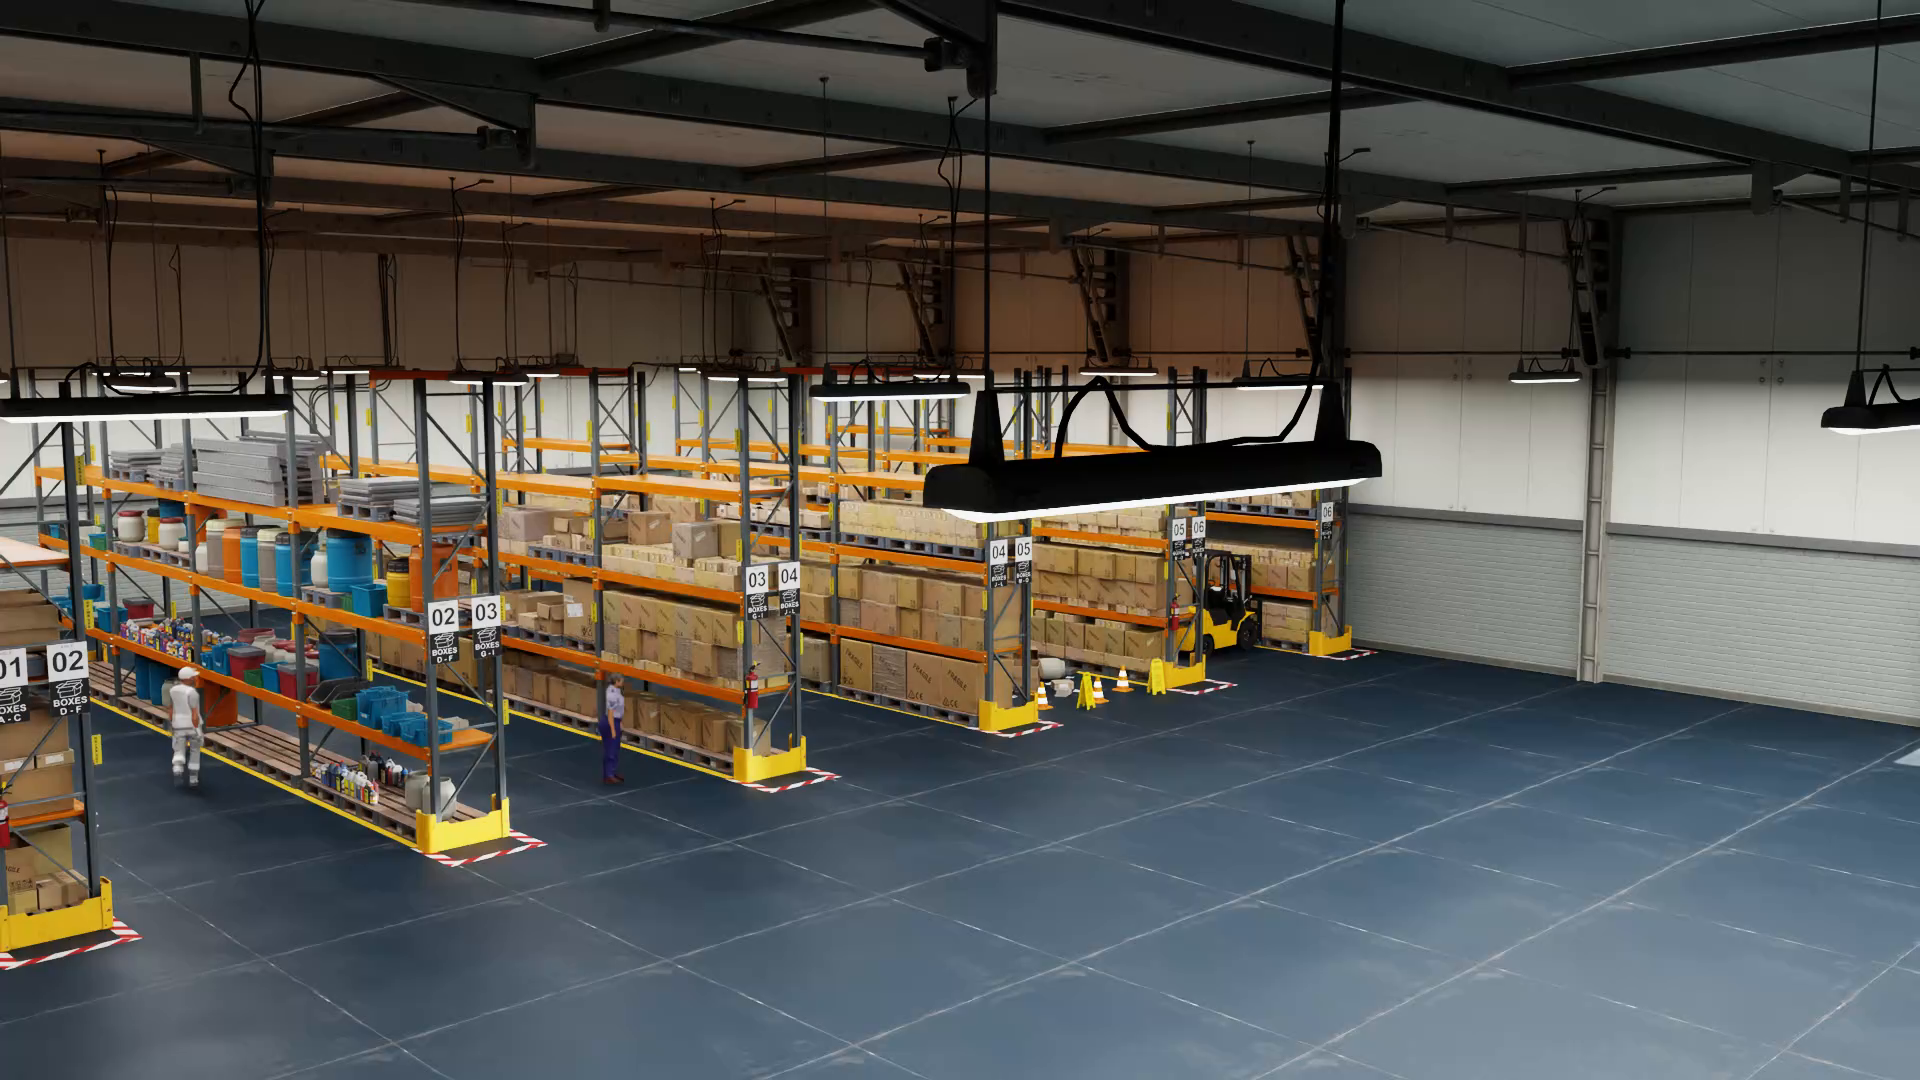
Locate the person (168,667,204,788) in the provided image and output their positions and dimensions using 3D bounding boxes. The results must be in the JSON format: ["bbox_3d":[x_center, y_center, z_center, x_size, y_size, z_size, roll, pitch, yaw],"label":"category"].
[{"bbox_3d":[-11.223,2.727,24.064,0.494,1.779,0.724,-1,7,-10],"label":"person"}]

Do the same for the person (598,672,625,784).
[{"bbox_3d":[-5.136,2.759,24.523,0.387,1.662,0.507,-1,7,-8],"label":"person"}]
